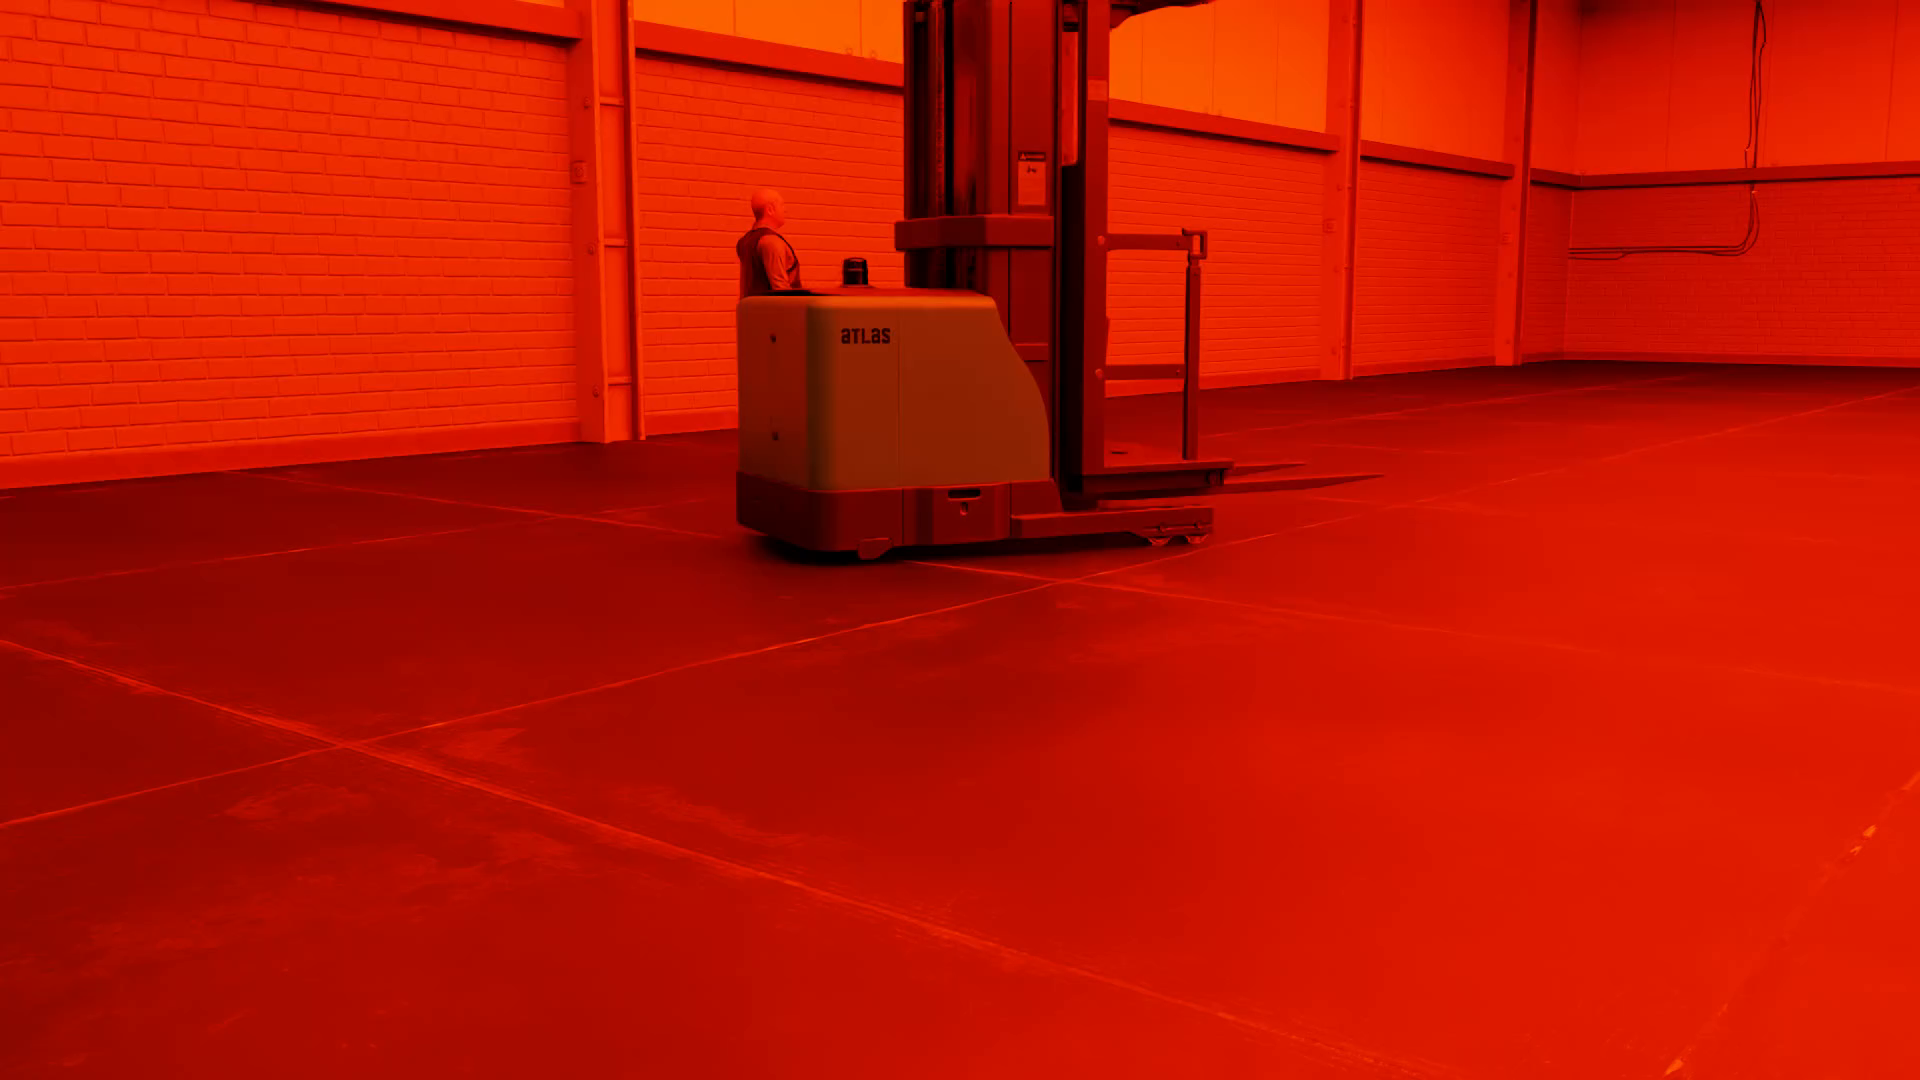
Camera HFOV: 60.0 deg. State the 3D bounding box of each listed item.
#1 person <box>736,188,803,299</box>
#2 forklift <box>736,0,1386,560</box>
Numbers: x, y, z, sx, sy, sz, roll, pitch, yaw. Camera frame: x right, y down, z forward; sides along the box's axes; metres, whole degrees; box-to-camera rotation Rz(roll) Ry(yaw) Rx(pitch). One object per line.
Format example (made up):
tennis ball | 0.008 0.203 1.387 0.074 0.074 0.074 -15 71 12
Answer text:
person | -1.152 -1.285 10.238 0.360 1.725 0.530 -5 10 -30
forklift | 0.556 -1.493 7.486 3.031 2.935 1.130 -4 9 -26
